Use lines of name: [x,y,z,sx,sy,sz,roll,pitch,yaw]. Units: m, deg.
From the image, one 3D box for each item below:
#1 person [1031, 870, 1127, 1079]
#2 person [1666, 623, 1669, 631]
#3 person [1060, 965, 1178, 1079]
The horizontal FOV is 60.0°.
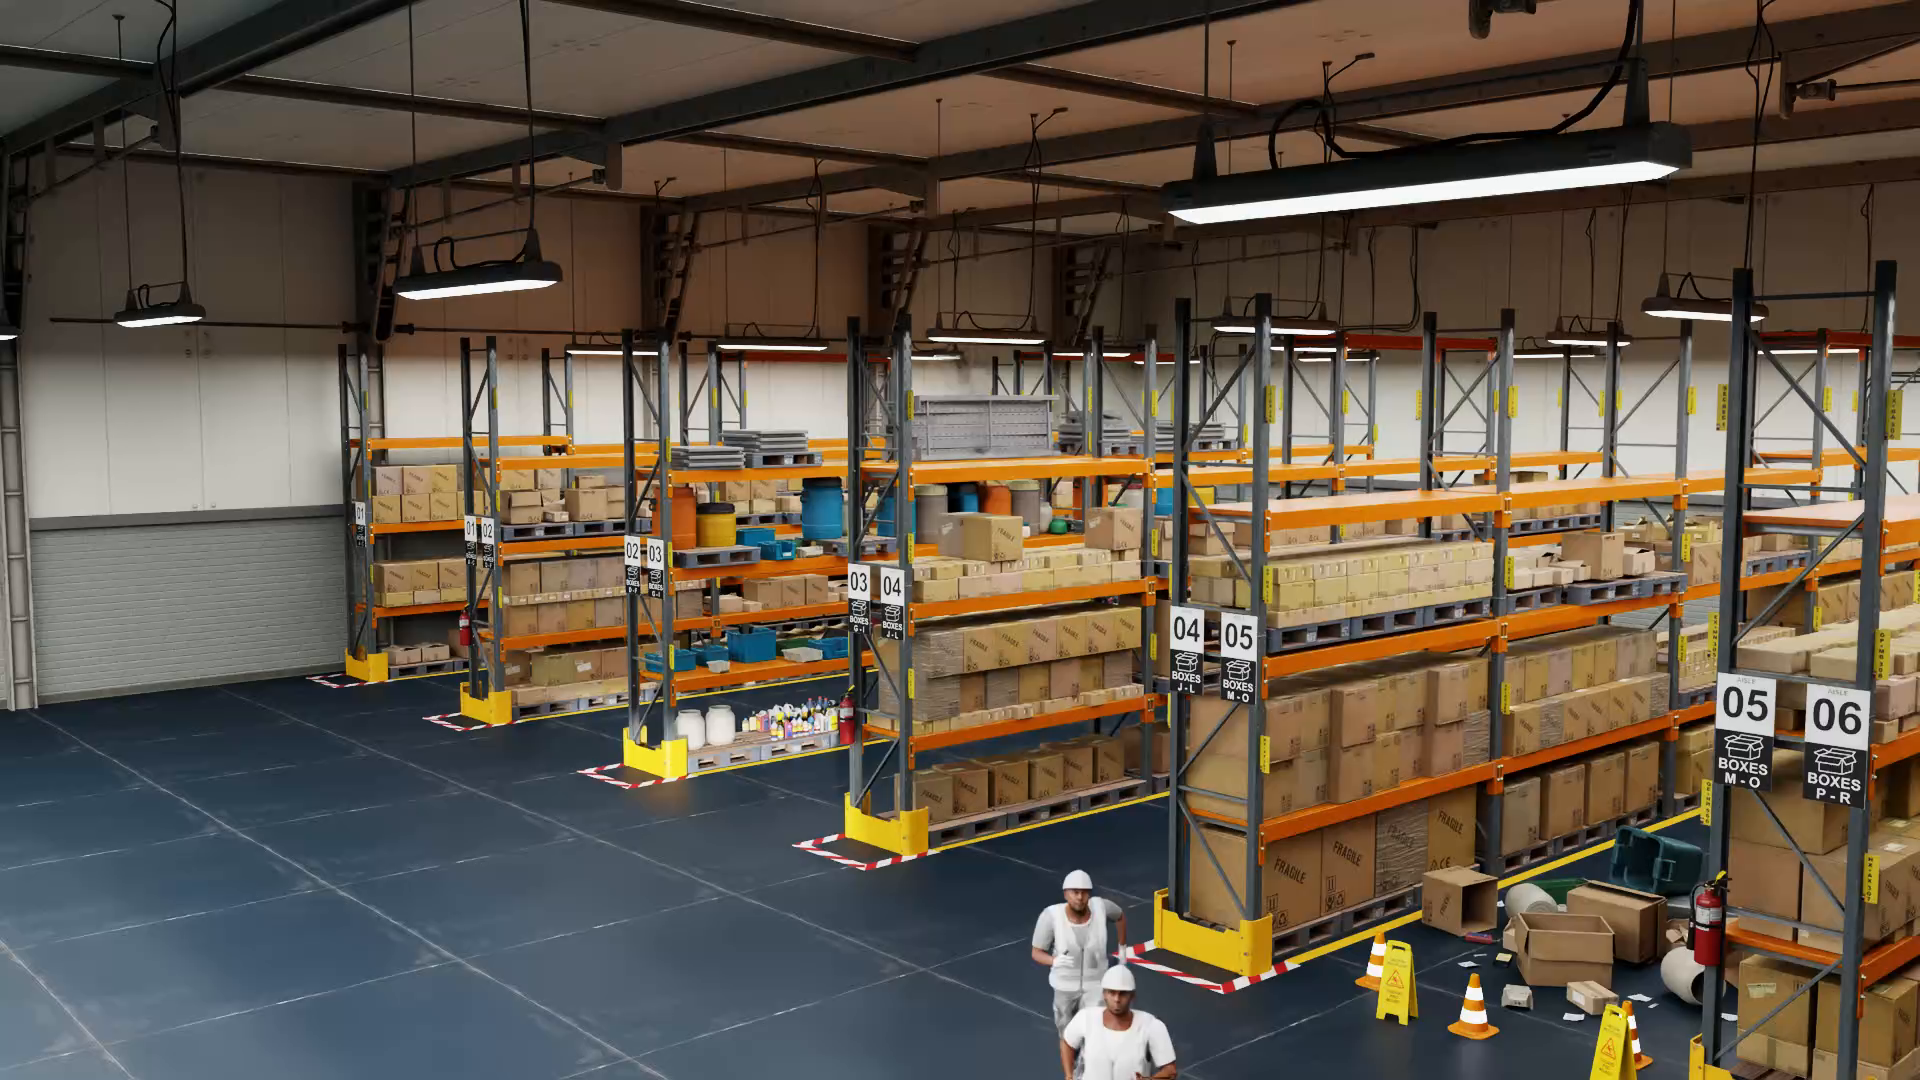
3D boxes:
person: [0.861,3.215,11.926,0.714,1.786,0.837,0,5,-2]
person: [10.769,2.056,25.140,0.955,1.653,0.564,-4,7,-39]
person: [0.934,3.394,9.897,0.711,1.748,0.958,1,5,8]
